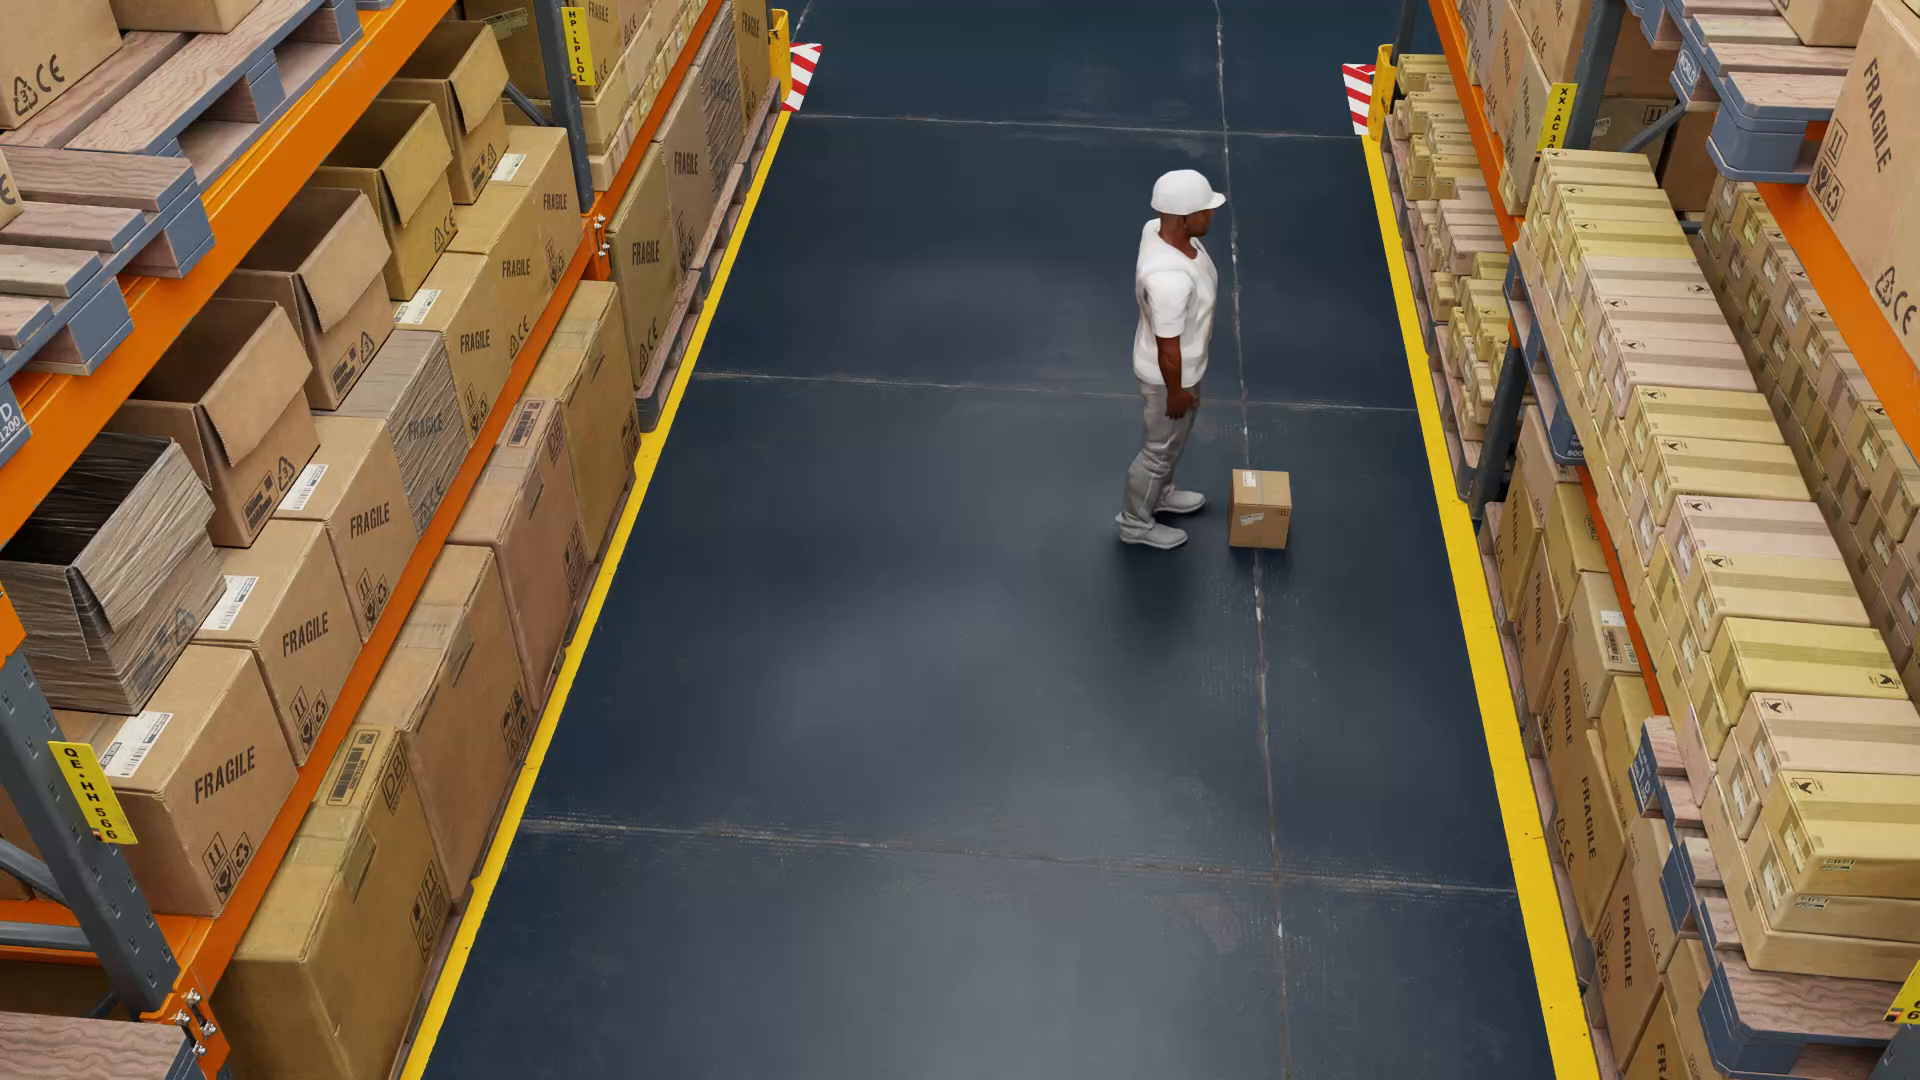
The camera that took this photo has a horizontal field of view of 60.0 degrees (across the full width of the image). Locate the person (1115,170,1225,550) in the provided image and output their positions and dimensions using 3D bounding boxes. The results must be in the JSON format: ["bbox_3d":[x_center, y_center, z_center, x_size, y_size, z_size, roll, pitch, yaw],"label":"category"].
[{"bbox_3d":[0.913,-0.751,7.043,0.411,1.764,0.565,4,40,5],"label":"person"}]
